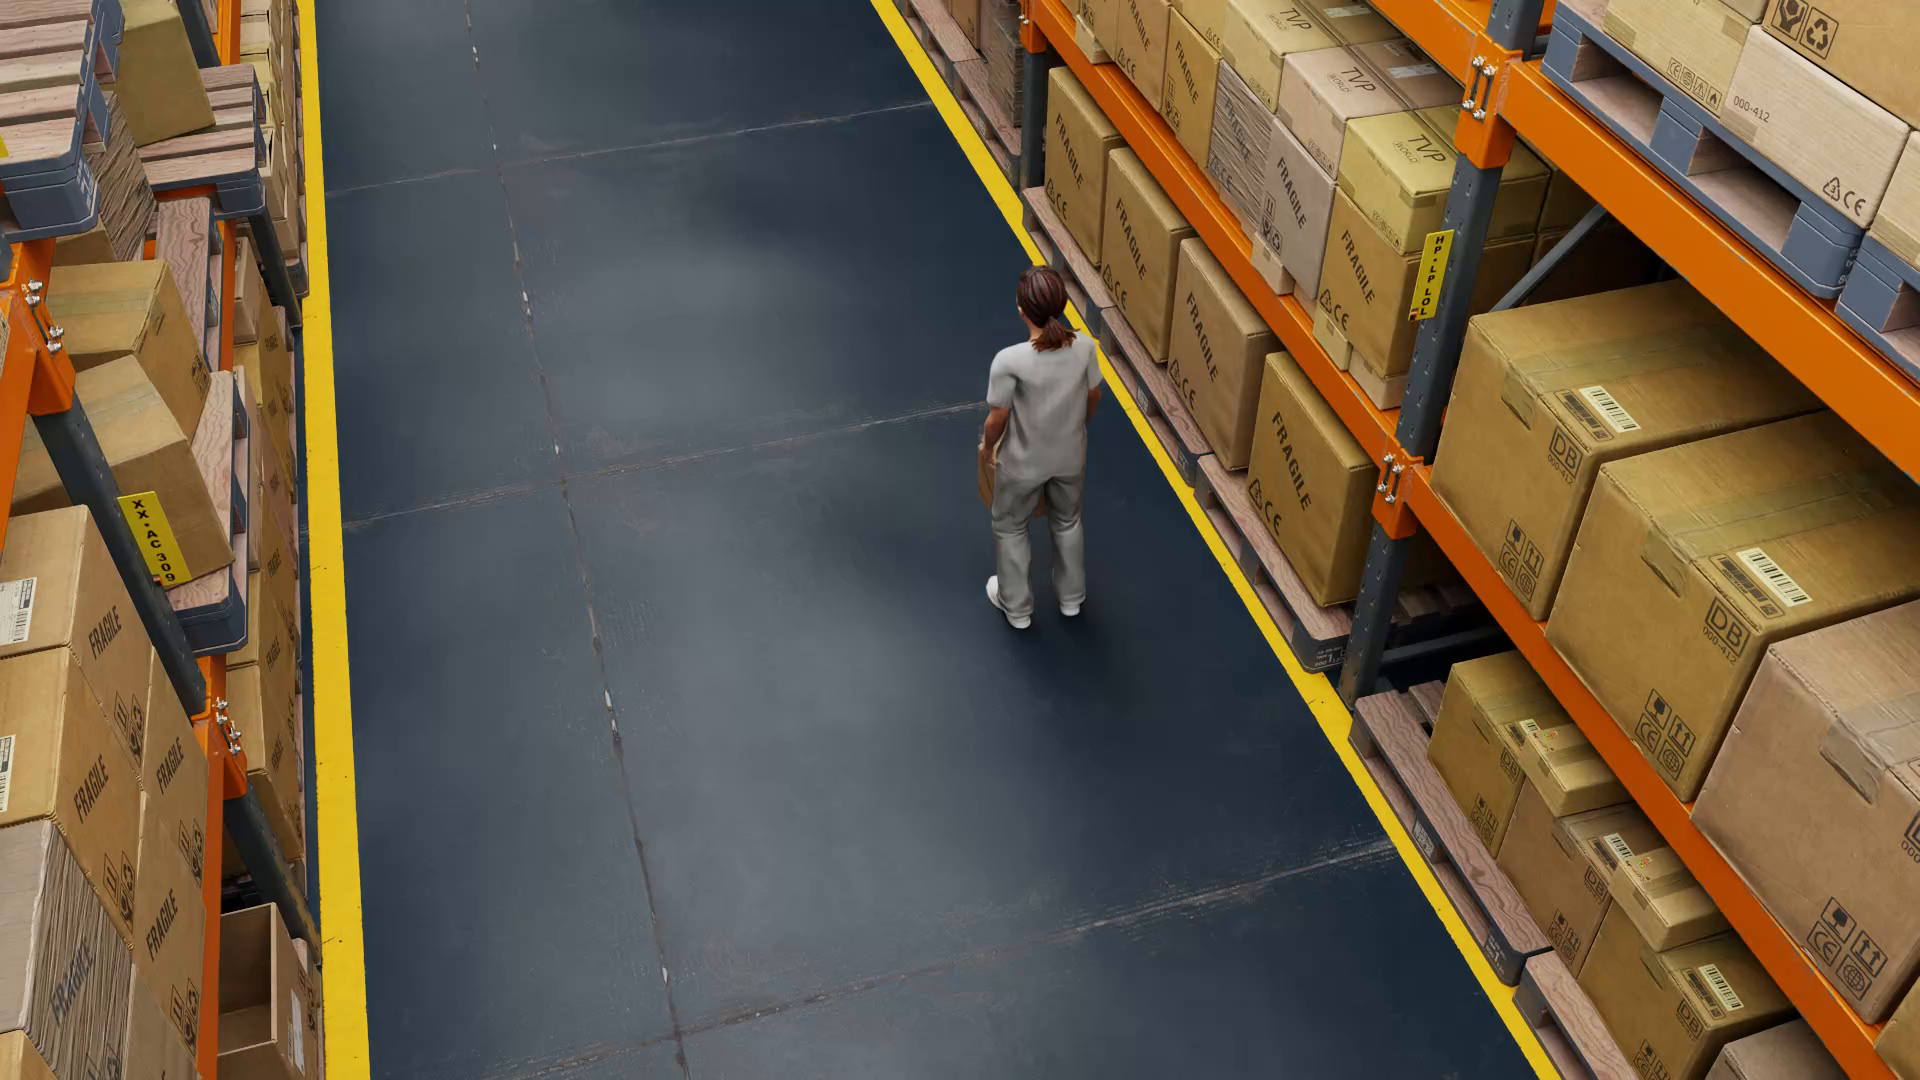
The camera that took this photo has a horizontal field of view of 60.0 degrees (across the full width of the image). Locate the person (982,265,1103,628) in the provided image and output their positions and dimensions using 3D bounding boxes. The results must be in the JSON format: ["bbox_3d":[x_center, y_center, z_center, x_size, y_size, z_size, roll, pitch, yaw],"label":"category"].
[{"bbox_3d":[0.312,-0.339,6.531,0.474,1.676,0.362,-13,44,-14],"label":"person"}]
